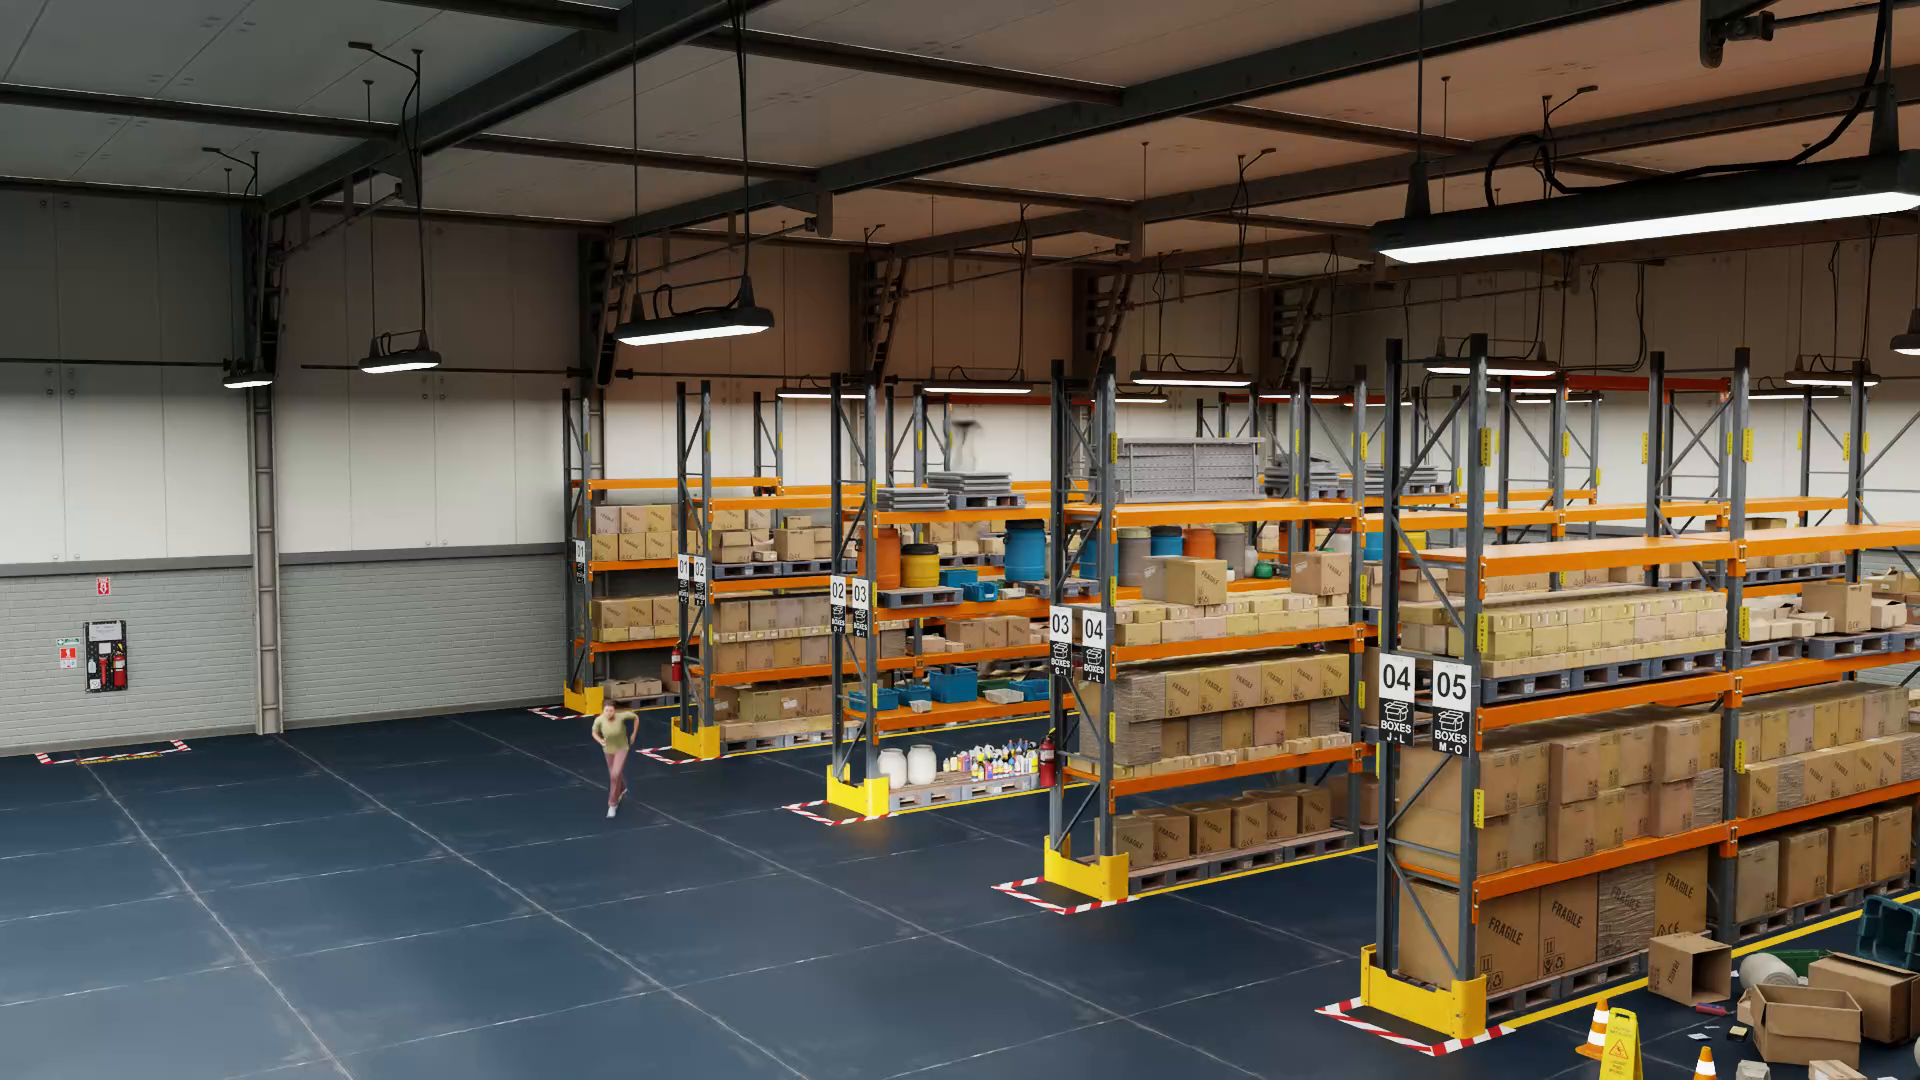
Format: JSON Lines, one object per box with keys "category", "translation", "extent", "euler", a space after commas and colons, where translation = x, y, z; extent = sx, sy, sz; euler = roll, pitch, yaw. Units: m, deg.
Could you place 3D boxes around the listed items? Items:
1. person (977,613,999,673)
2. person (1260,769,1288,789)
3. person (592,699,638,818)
{"category": "person", "translation": [0.593, 2.255, 32.419], "extent": [0.578, 1.688, 0.665], "euler": [-2, 4, -29]}
{"category": "person", "translation": [4.390, 2.833, 23.262], "extent": [0.625, 1.679, 0.554], "euler": [-3, 4, -35]}
{"category": "person", "translation": [-4.699, 2.935, 22.784], "extent": [0.616, 1.625, 0.954], "euler": [0, 4, -1]}
